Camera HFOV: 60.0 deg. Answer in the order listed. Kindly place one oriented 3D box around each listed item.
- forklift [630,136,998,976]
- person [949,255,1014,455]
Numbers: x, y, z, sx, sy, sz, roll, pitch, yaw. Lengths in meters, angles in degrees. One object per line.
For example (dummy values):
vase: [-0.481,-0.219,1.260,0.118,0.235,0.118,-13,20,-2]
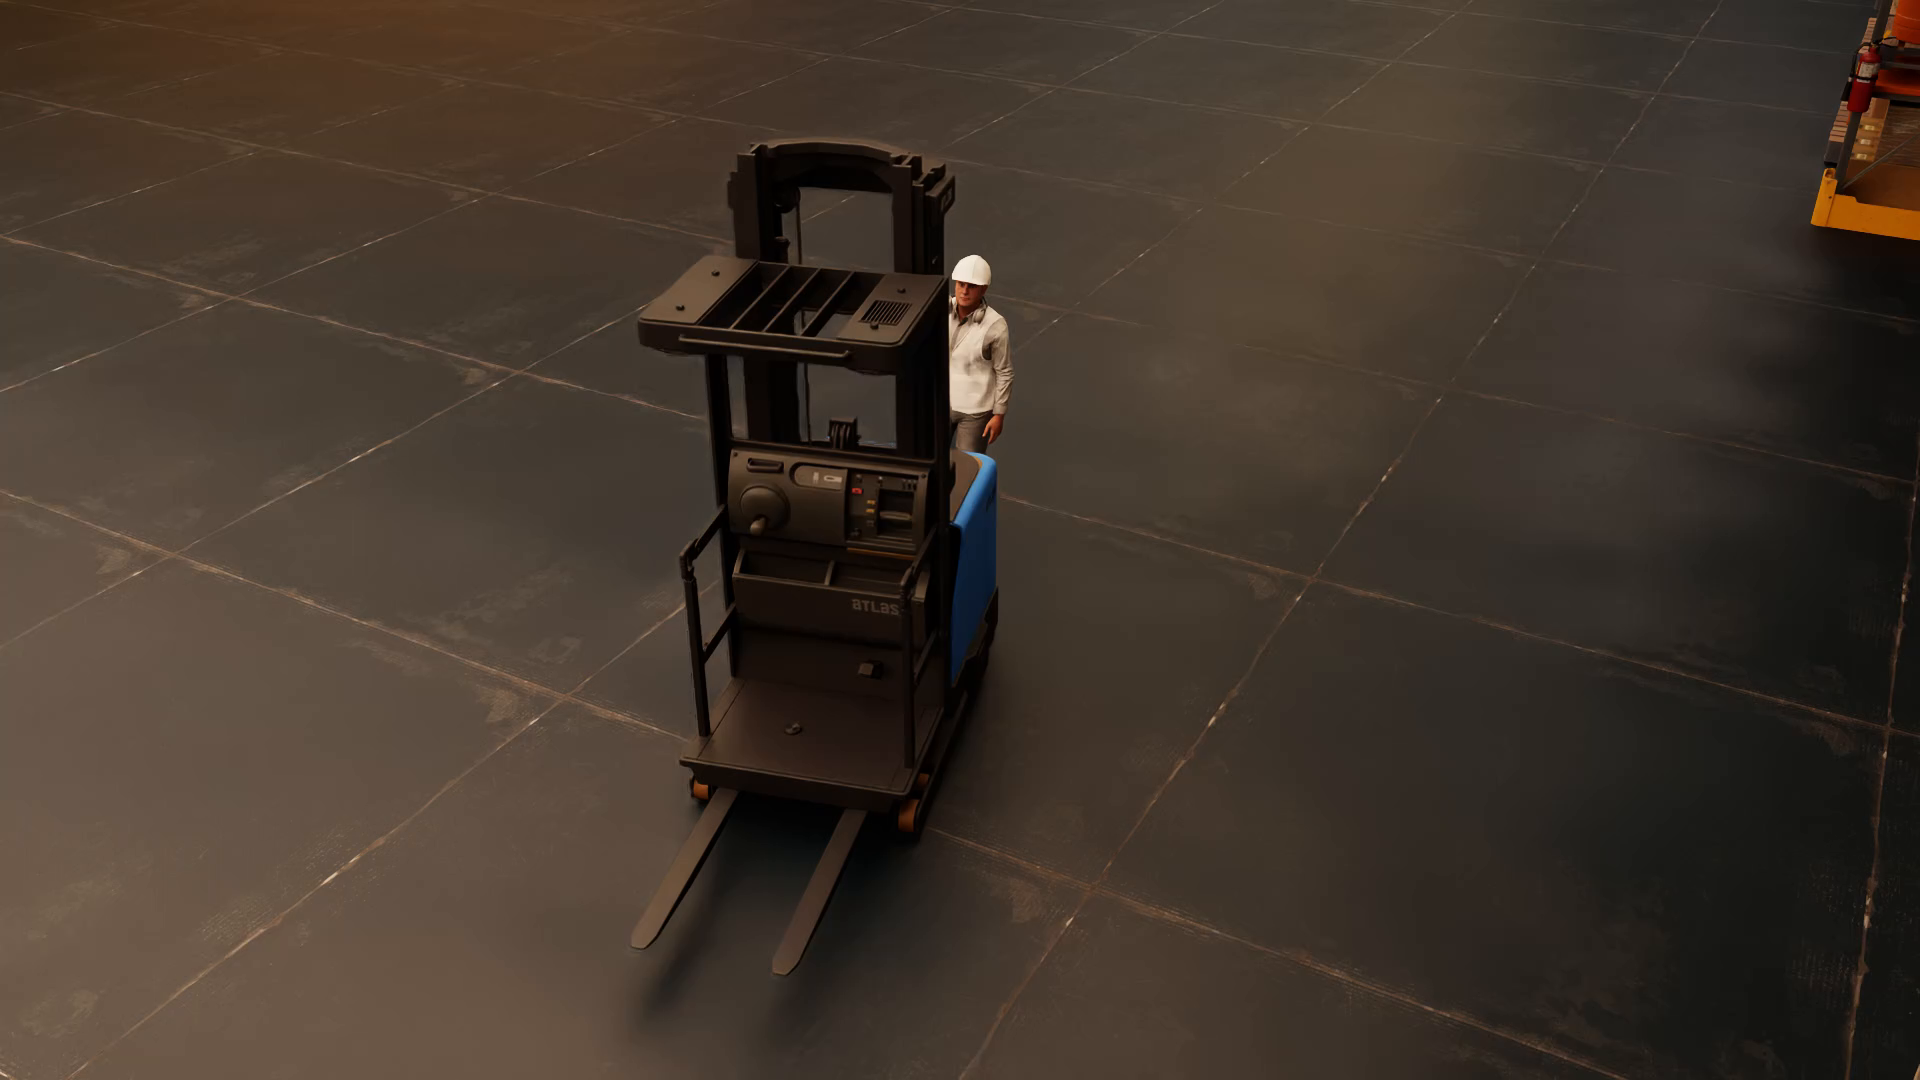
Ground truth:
forklift: [-0.644,-0.129,7.294,1.130,2.935,3.031,7,31,12]
person: [-0.037,-0.750,9.512,0.632,1.773,0.568,15,33,25]
